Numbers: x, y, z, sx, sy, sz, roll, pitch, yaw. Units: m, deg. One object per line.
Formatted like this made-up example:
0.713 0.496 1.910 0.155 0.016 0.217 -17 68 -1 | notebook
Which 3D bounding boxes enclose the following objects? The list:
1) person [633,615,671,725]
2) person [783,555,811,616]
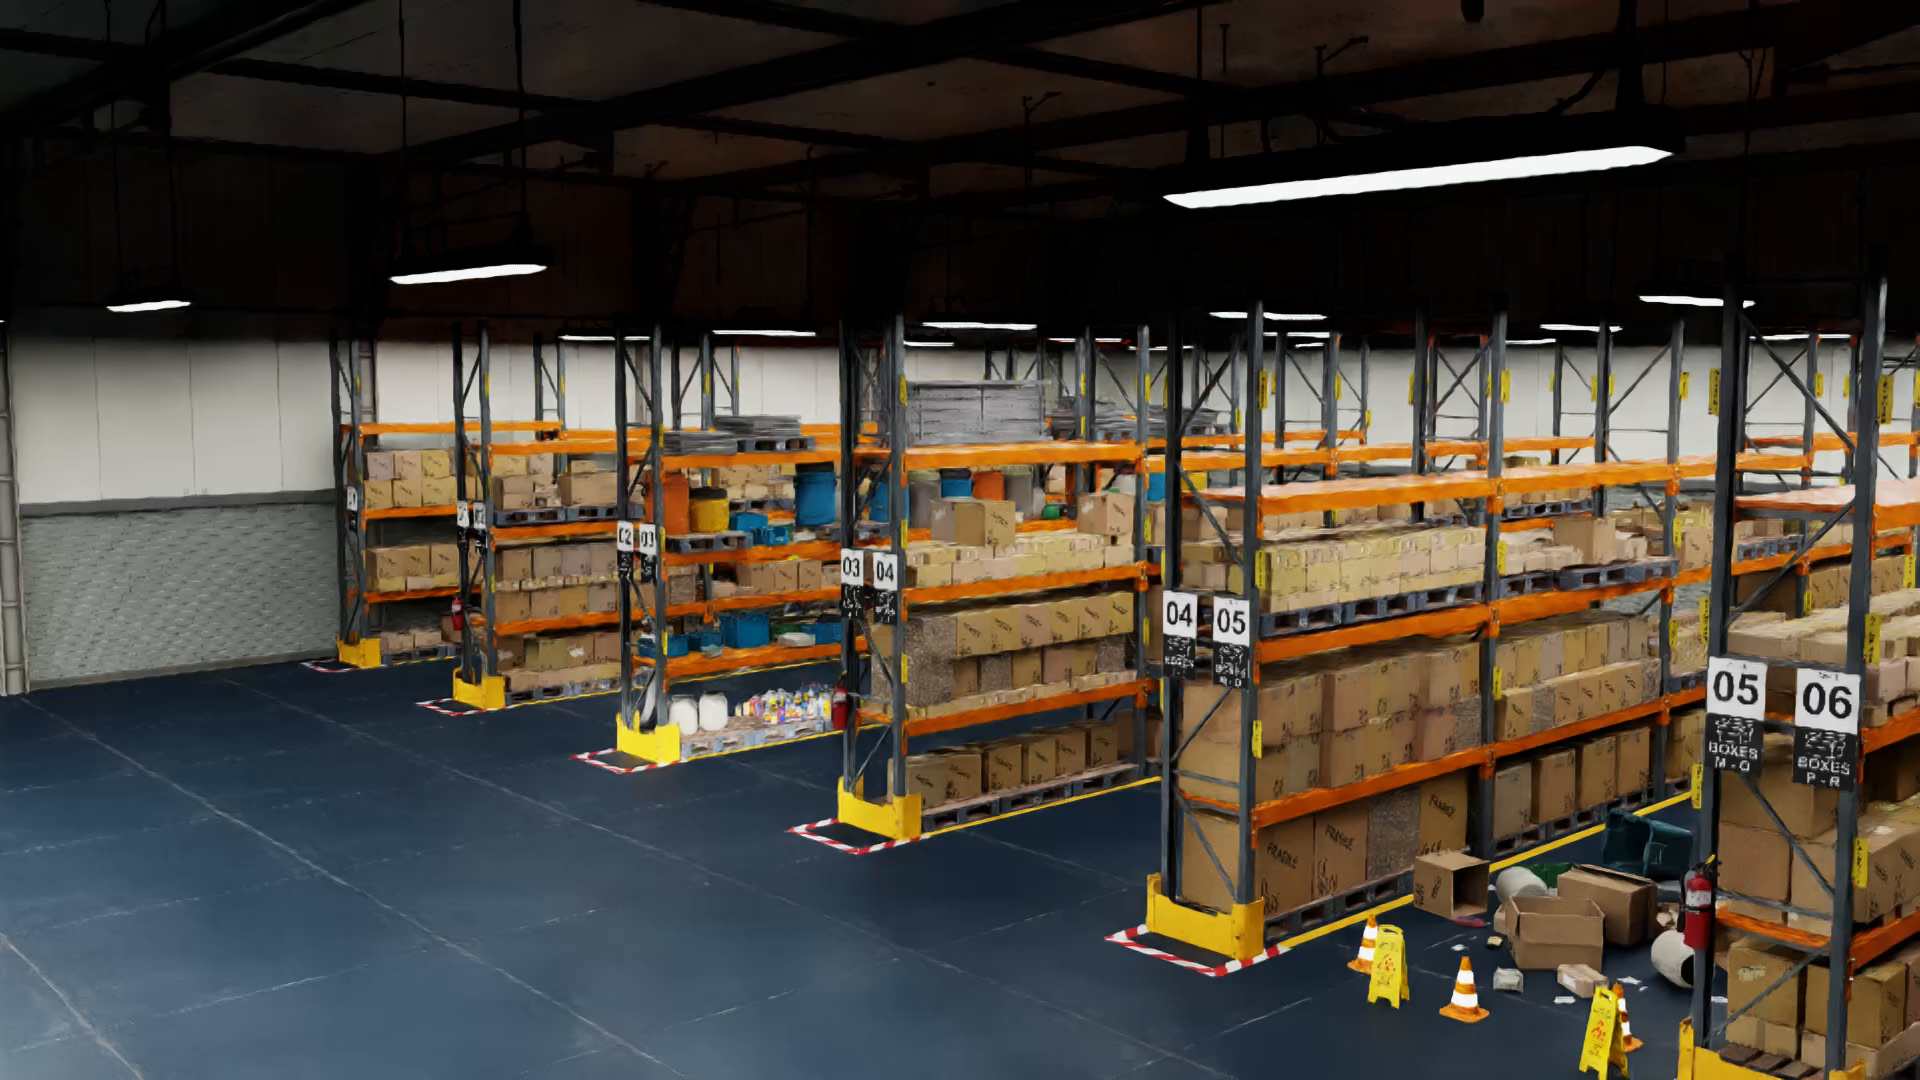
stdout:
-4.587 1.900 24.726 0.448 1.622 0.996 5 7 40 | person
-3.153 1.119 32.342 1.070 1.689 0.575 -5 8 -44 | person
